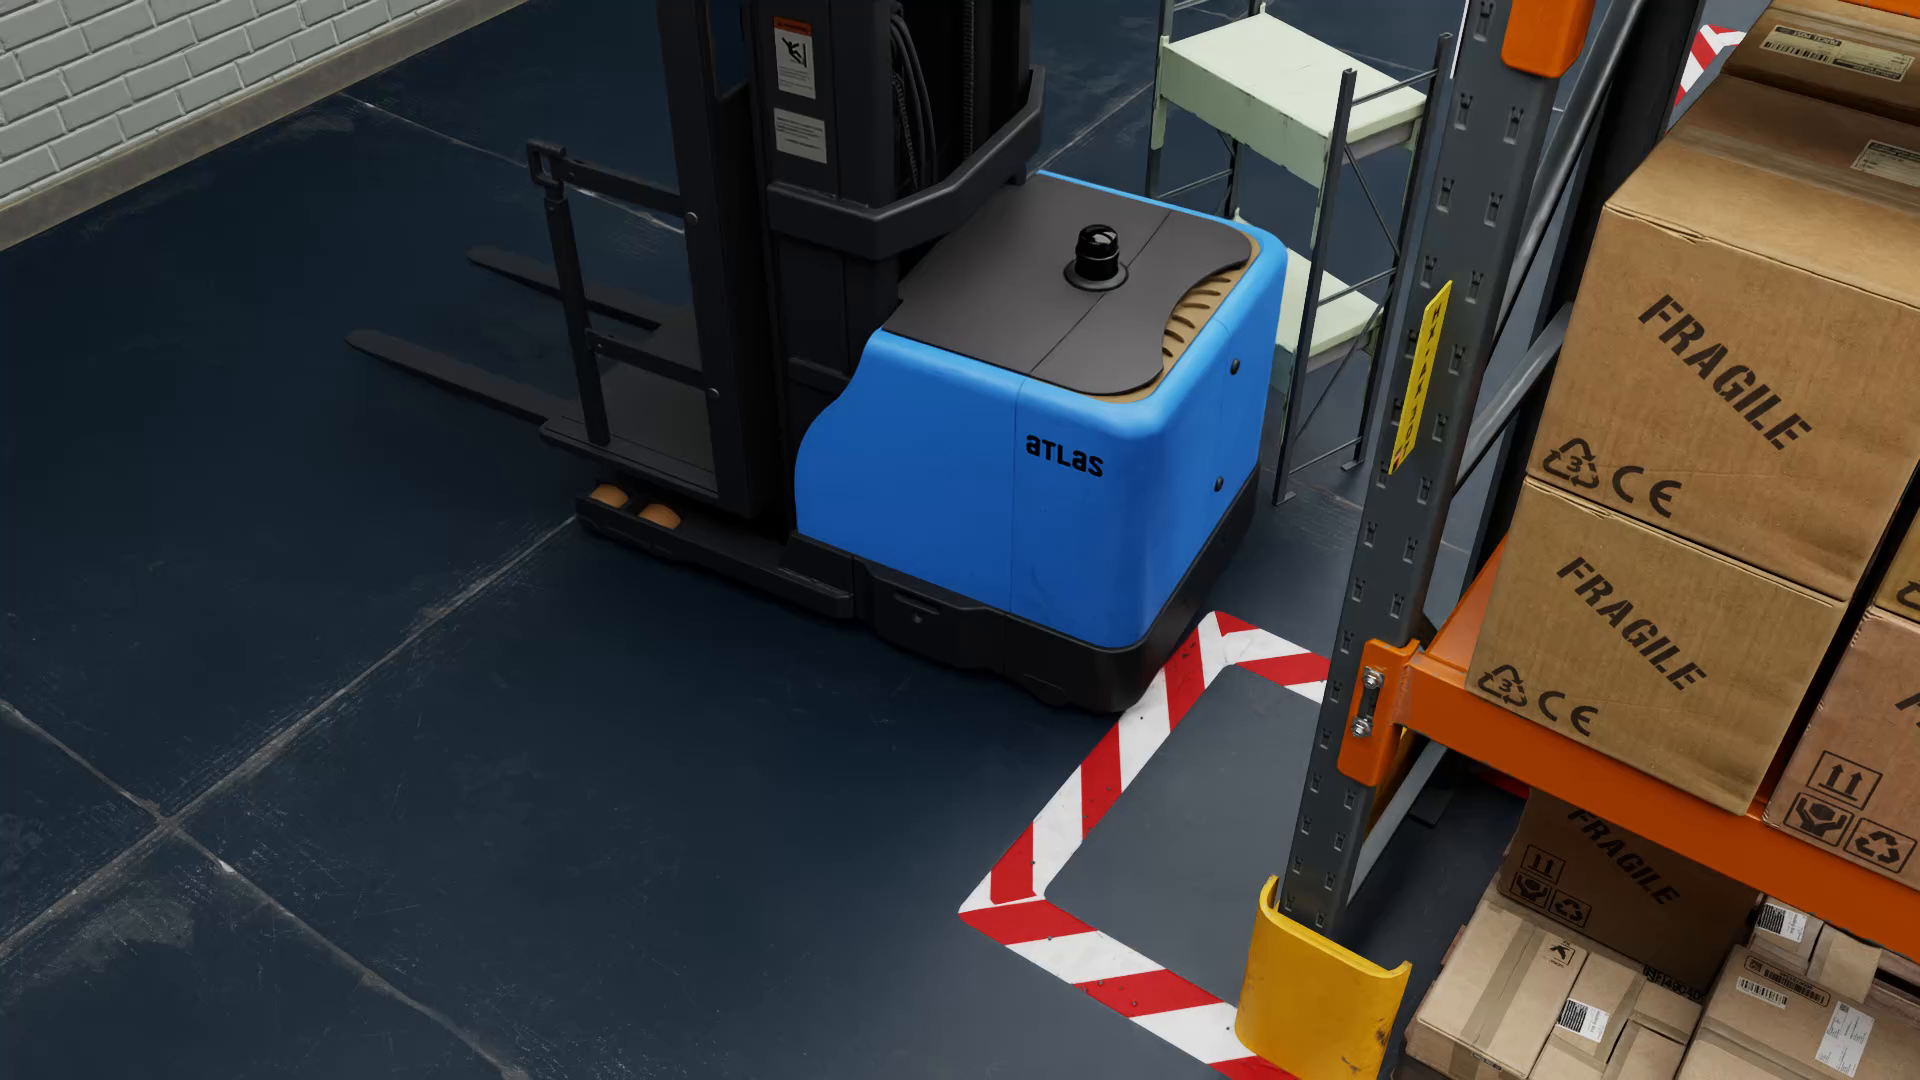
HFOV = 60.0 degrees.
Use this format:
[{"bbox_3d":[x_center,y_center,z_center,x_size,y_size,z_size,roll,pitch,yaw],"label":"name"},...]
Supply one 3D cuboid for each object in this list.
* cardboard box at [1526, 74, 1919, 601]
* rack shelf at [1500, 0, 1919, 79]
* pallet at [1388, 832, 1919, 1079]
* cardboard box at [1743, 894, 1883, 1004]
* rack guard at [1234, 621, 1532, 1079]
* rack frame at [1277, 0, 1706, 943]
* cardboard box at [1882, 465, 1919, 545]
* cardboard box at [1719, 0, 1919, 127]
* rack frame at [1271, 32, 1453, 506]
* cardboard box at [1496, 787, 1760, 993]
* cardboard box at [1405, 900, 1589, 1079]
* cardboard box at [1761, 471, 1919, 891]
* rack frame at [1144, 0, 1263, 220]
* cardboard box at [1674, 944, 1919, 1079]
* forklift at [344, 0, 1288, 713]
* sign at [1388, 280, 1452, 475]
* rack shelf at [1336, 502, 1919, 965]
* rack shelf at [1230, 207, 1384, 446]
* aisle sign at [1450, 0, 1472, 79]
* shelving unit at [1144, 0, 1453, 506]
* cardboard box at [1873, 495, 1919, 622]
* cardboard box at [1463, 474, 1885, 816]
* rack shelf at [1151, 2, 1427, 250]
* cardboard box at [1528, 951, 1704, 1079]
[{"bbox_3d":[1.252,-0.323,2.537,0.500,0.500,0.500,27,48,27],"label":"cardboard box"},{"bbox_3d":[2.678,-0.311,1.638,4.000,0.370,1.077,25,48,25],"label":"rack shelf"},{"bbox_3d":[1.756,1.146,3.811,1.213,0.211,1.003,25,48,25],"label":"pallet"},{"bbox_3d":[1.907,0.943,3.742,0.250,0.166,0.380,25,48,25],"label":"cardboard box"},{"bbox_3d":[1.103,0.734,4.055,0.348,0.500,1.175,25,48,25],"label":"rack guard"},{"bbox_3d":[1.040,-0.227,3.254,0.127,3.000,1.000,25,48,25],"label":"rack frame"},{"bbox_3d":[1.990,-0.045,2.975,0.500,0.500,0.500,25,48,26],"label":"cardboard box"},{"bbox_3d":[1.563,-0.617,2.865,0.500,0.500,0.500,25,47,25],"label":"cardboard box"},{"bbox_3d":[1.178,-0.749,4.963,0.400,1.500,0.023,-25,48,-25],"label":"rack frame"},{"bbox_3d":[1.627,0.614,3.859,0.500,0.500,0.500,25,48,25],"label":"cardboard box"},{"bbox_3d":[1.186,1.019,3.669,0.250,0.149,0.380,25,48,25],"label":"cardboard box"},{"bbox_3d":[1.678,0.244,2.653,0.500,0.500,0.500,25,47,25],"label":"cardboard box"},{"bbox_3d":[0.759,-1.149,5.410,0.400,1.500,0.023,-25,48,-25],"label":"rack frame"},{"bbox_3d":[1.732,1.188,3.405,0.500,0.250,0.500,25,48,25],"label":"cardboard box"},{"bbox_3d":[-0.621,-1.326,4.534,3.031,2.935,1.130,20,46,21],"label":"forklift"},{"bbox_3d":[0.729,-0.253,2.634,0.005,0.325,0.100,25,48,25],"label":"sign"},{"bbox_3d":[2.678,0.807,2.638,4.000,0.370,1.077,25,48,25],"label":"rack shelf"},{"bbox_3d":[0.969,-0.706,5.404,0.431,0.370,0.720,-25,48,-25],"label":"rack shelf"},{"bbox_3d":[0.816,-1.062,2.237,0.004,0.787,0.394,25,48,25],"label":"aisle sign"},{"bbox_3d":[0.969,-0.949,5.186,0.431,1.500,0.755,-25,48,-25],"label":"shelving unit"},{"bbox_3d":[1.685,-0.127,2.318,0.500,0.500,0.500,26,48,26],"label":"cardboard box"},{"bbox_3d":[1.252,0.050,2.870,0.500,0.500,0.500,26,48,26],"label":"cardboard box"},{"bbox_3d":[0.969,-1.240,4.926,0.431,0.370,0.720,-25,48,-25],"label":"rack shelf"},{"bbox_3d":[1.391,1.109,3.556,0.250,0.166,0.380,25,48,25],"label":"cardboard box"}]
